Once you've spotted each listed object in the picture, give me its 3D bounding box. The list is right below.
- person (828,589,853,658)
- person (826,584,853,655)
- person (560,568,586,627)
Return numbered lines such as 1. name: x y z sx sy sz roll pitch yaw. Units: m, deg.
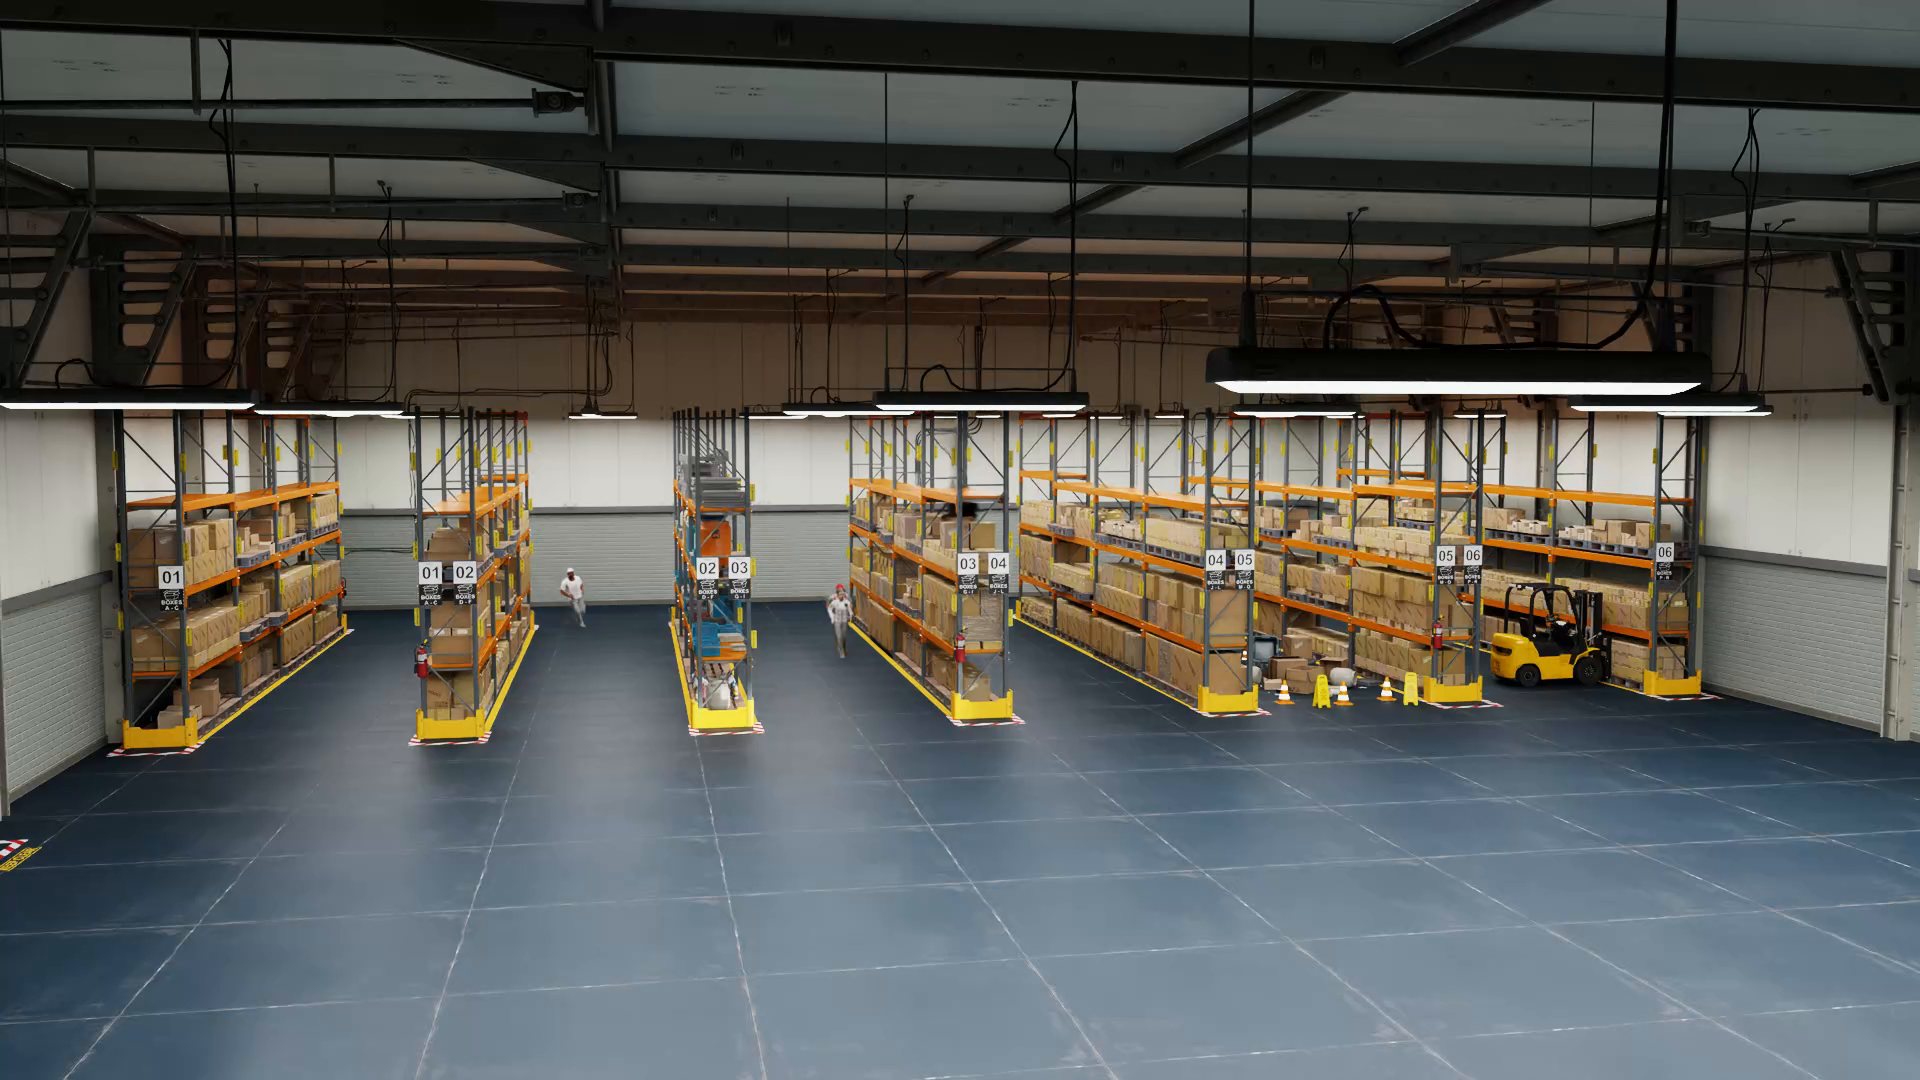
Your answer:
1. person: -2.927 2.014 40.640 0.600 1.673 0.843 -1 4 -16
2. person: -2.988 1.947 41.167 0.667 1.765 0.901 -1 4 -18
3. person: -10.777 1.599 46.274 0.738 1.673 0.596 -3 5 -39
